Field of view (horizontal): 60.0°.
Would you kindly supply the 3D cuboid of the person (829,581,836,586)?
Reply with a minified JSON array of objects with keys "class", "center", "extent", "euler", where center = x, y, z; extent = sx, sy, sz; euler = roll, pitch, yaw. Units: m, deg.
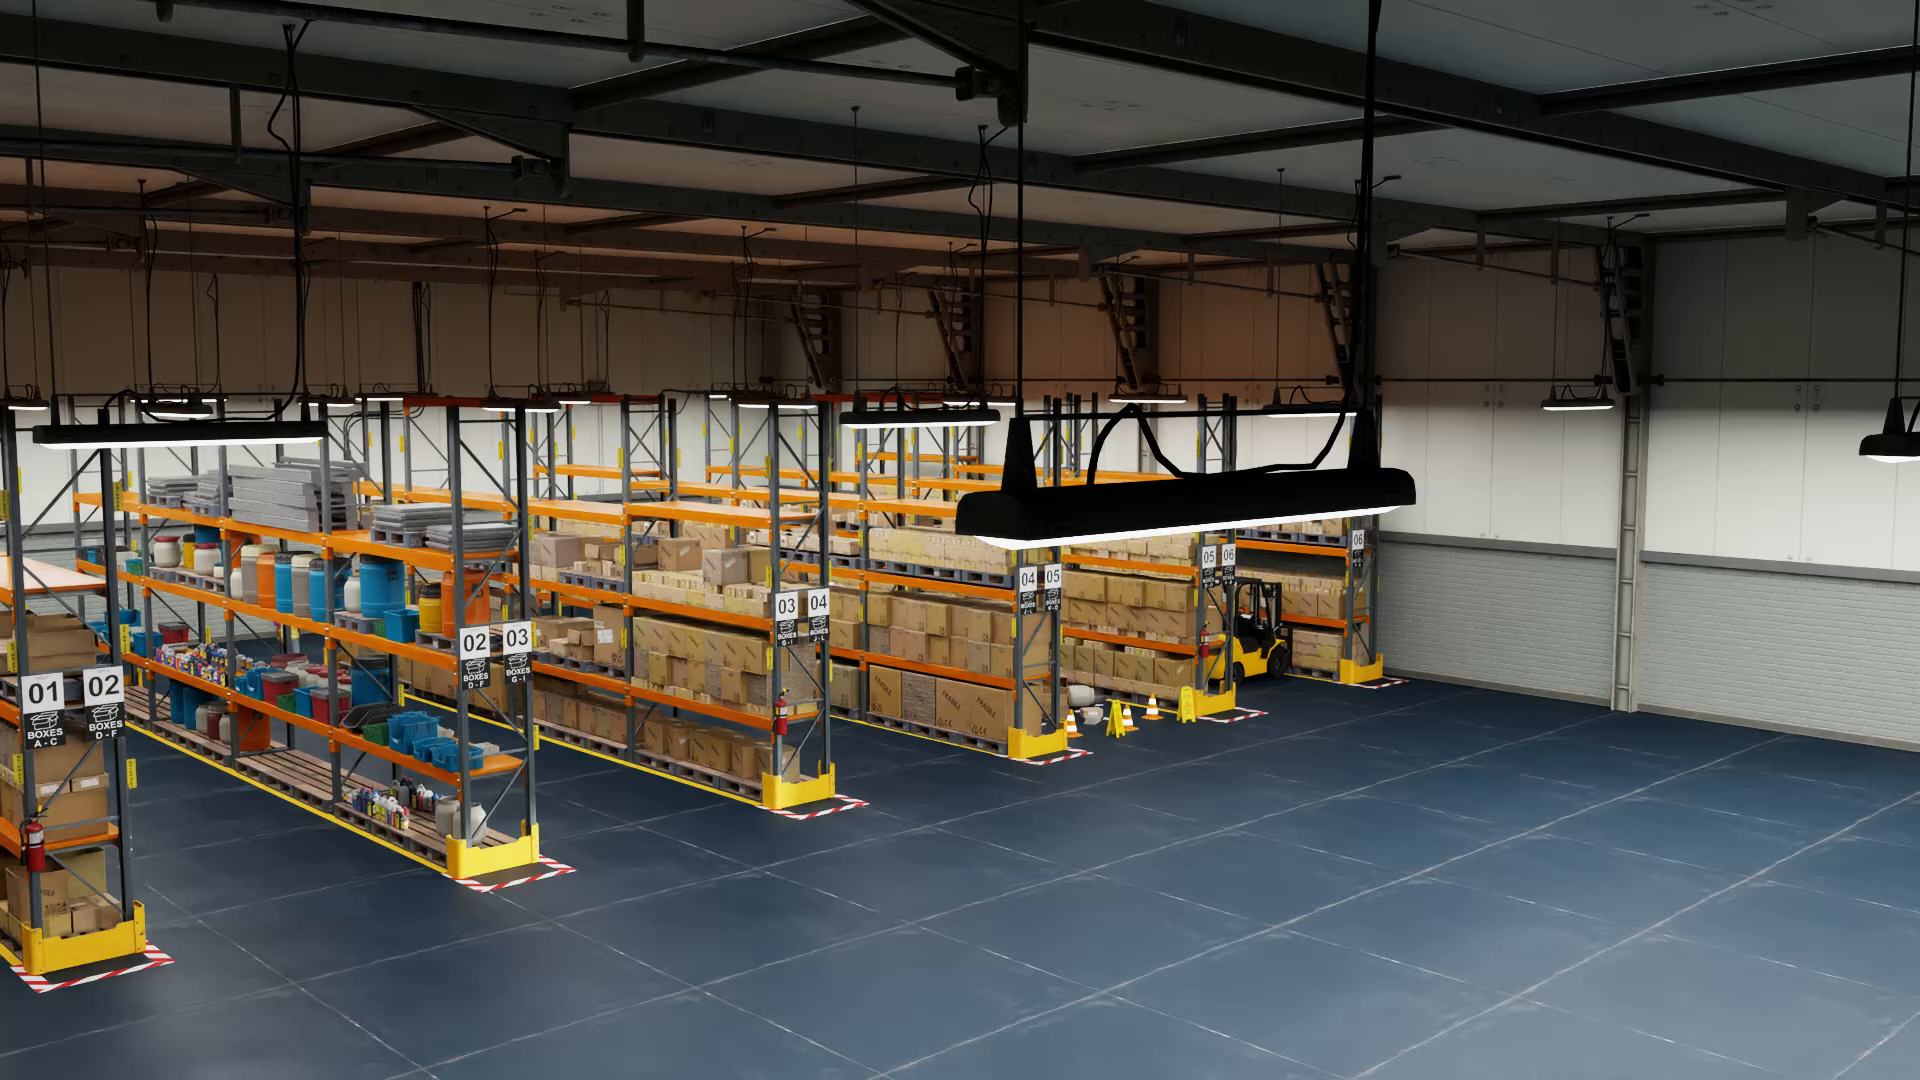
[{"class":"person","center":[-2.857,1.813,37.568],"extent":[0.504,1.775,0.569],"euler":[4,7,35]}]

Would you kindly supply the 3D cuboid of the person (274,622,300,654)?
[{"class":"person","center":[-14.132,2.066,35.007],"extent":[0.547,1.691,1.054],"euler":[-3,7,-32]}]
